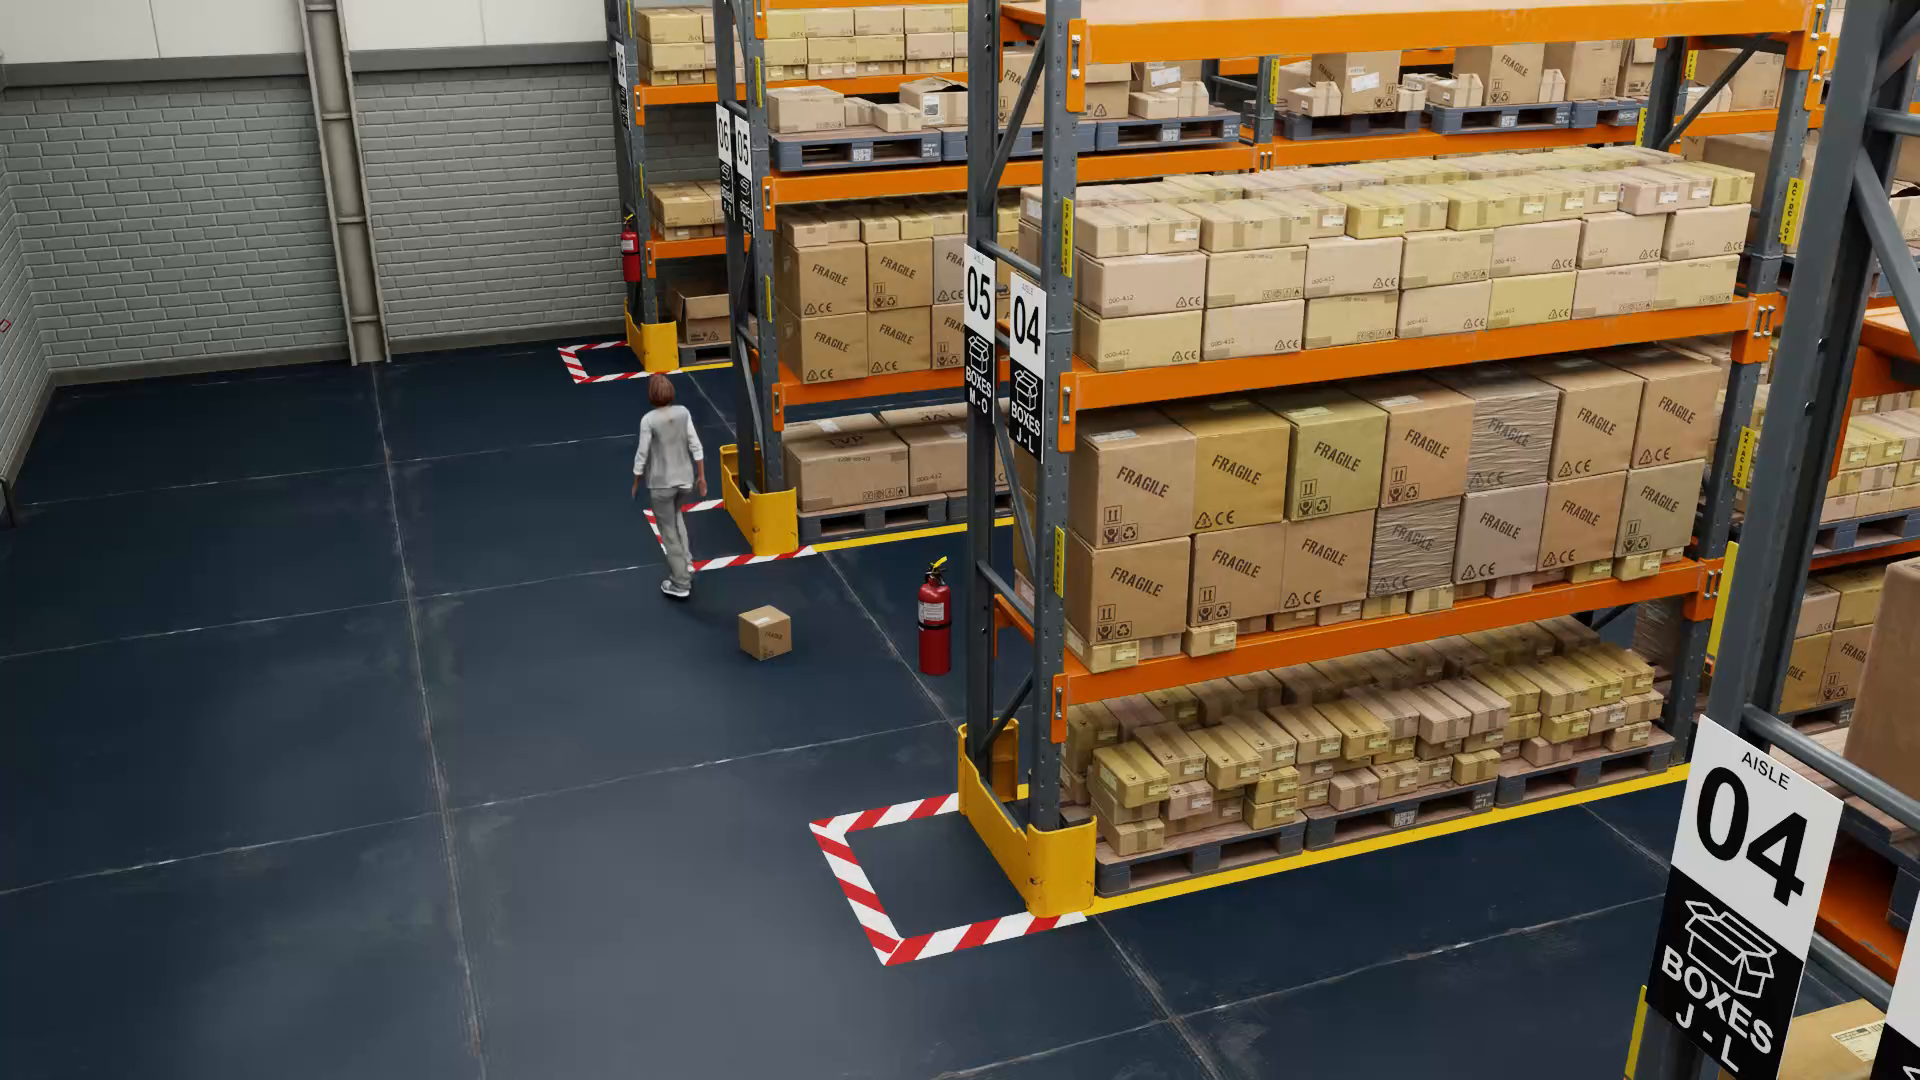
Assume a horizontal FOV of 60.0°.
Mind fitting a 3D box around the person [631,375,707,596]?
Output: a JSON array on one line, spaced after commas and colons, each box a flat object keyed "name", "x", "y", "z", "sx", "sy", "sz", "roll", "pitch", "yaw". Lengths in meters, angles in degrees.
[{"name": "person", "x": -2.036, "y": -0.366, "z": 11.695, "sx": 0.466, "sy": 1.587, "sz": 0.478, "roll": -19, "pitch": 29, "yaw": -37}]
